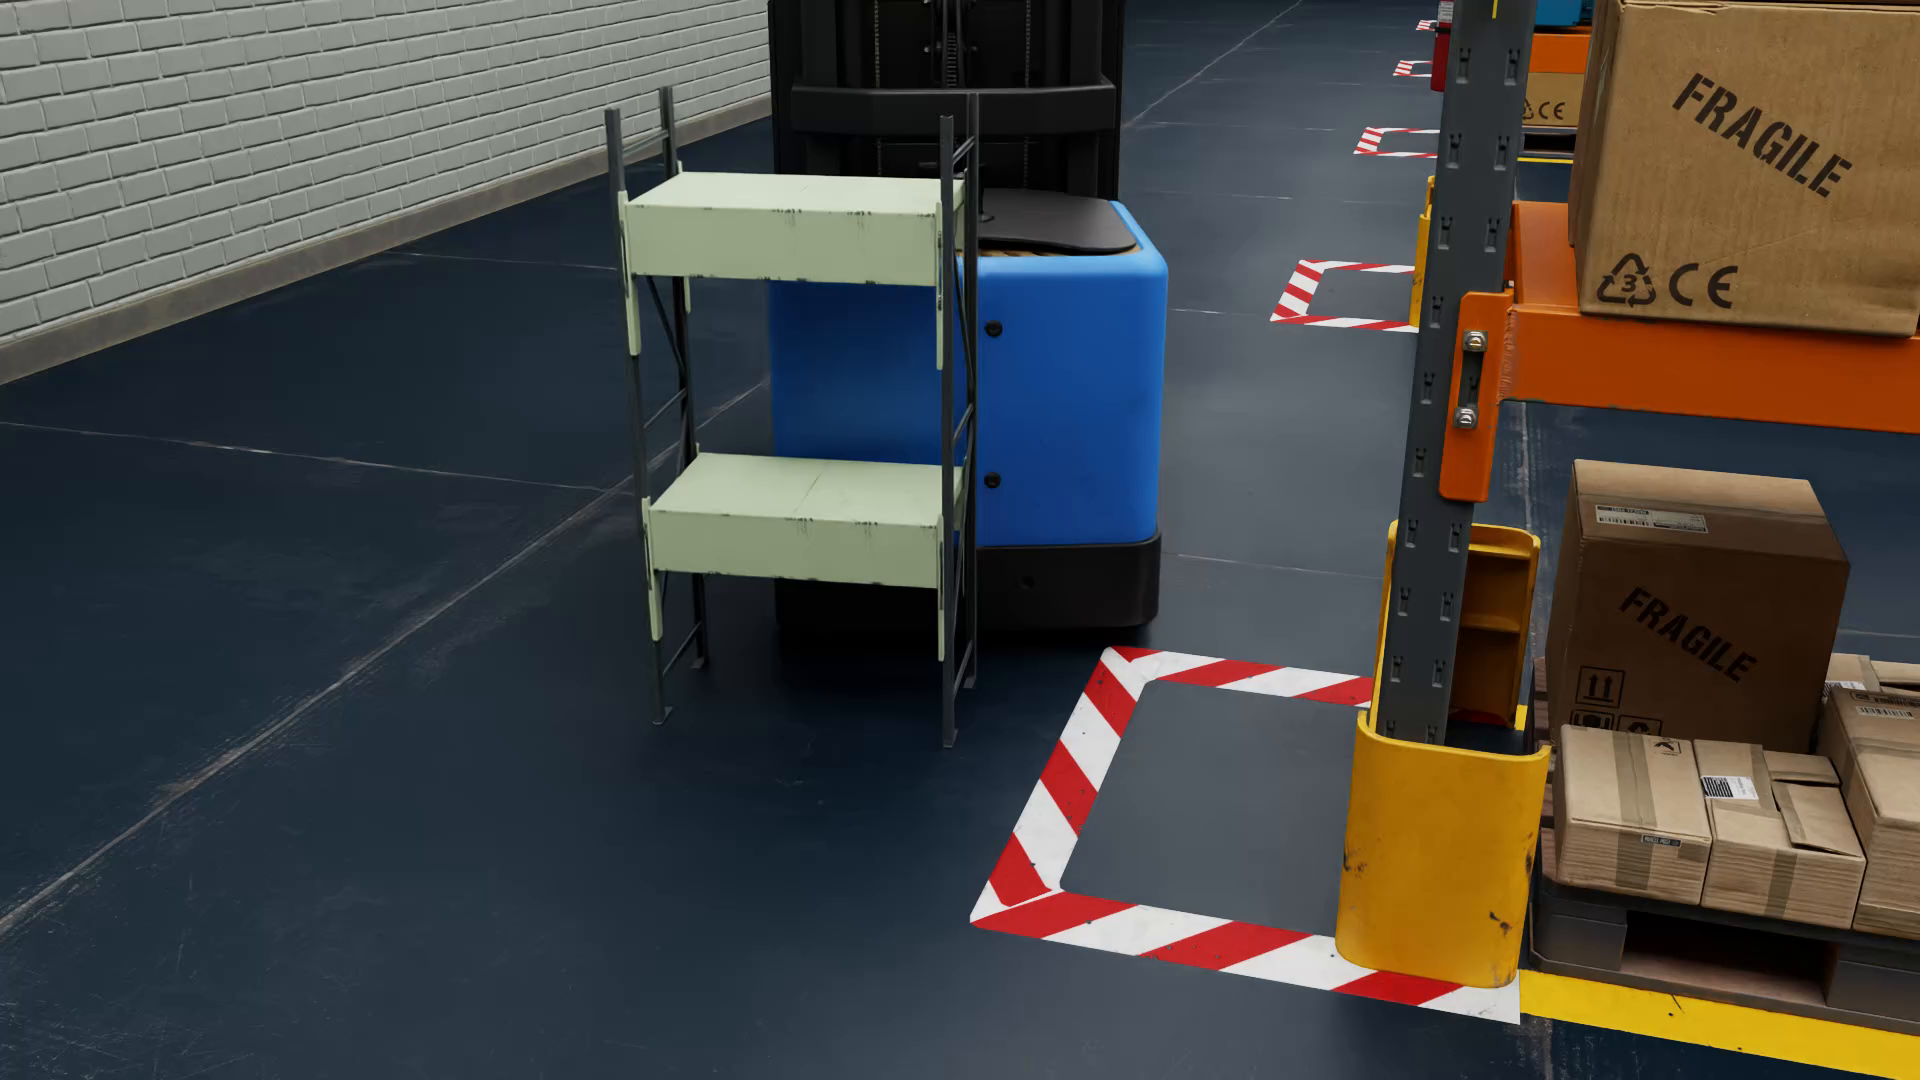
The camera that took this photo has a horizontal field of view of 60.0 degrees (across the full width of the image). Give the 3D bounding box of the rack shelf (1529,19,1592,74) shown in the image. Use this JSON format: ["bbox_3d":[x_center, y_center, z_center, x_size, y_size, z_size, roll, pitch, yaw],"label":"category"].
[{"bbox_3d":[4.339,-2.010,7.167,4.000,0.370,1.077,7,23,16],"label":"rack shelf"}]

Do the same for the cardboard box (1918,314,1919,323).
[{"bbox_3d":[1.834,-0.610,2.674,0.500,0.500,0.500,6,23,15],"label":"cardboard box"}]

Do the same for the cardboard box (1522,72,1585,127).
[{"bbox_3d":[4.491,-3.532,12.175,0.875,0.875,0.875,7,23,16],"label":"cardboard box"}]

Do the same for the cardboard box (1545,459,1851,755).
[{"bbox_3d":[1.581,0.160,3.642,0.500,0.500,0.500,7,23,16],"label":"cardboard box"}]

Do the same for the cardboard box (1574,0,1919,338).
[{"bbox_3d":[1.338,-0.665,2.807,0.500,0.500,0.500,7,23,17],"label":"cardboard box"}]

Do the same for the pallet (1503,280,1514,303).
[{"bbox_3d":[3.202,-1.168,7.839,1.213,0.211,1.003,7,23,16],"label":"pallet"}]

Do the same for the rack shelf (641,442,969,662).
[{"bbox_3d":[-0.360,0.019,4.106,0.720,0.370,0.431,3,23,8],"label":"rack shelf"}]

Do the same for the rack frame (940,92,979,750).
[{"bbox_3d":[0.001,-0.261,3.929,0.023,1.500,0.400,3,23,8],"label":"rack frame"}]

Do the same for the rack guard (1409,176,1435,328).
[{"bbox_3d":[2.397,-1.404,8.034,0.348,0.500,1.175,7,23,16],"label":"rack guard"}]

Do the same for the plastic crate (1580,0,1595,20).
[{"bbox_3d":[2.799,-2.638,7.622,0.499,0.435,0.616,7,23,16],"label":"plastic crate"}]

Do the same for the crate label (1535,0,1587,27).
[{"bbox_3d":[2.565,-2.366,7.227,0.303,0.233,0.416,7,23,16],"label":"crate label"}]

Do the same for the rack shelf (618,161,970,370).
[{"bbox_3d":[-0.361,-0.644,3.834,0.720,0.370,0.431,3,23,8],"label":"rack shelf"}]

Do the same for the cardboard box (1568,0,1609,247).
[{"bbox_3d":[1.497,-0.859,3.280,0.500,0.500,0.500,7,23,17],"label":"cardboard box"}]

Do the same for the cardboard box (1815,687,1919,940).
[{"bbox_3d":[1.907,0.523,3.086,0.500,0.250,0.500,7,23,16],"label":"cardboard box"}]

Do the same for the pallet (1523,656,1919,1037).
[{"bbox_3d":[1.826,0.622,3.475,1.213,0.211,1.003,7,23,16],"label":"pallet"}]

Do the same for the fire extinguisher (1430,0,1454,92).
[{"bbox_3d":[2.411,-2.536,8.093,0.183,0.674,0.296,7,23,16],"label":"fire extinguisher"}]

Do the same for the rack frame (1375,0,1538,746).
[{"bbox_3d":[0.990,-0.763,3.178,0.127,3.000,1.000,7,23,16],"label":"rack frame"}]

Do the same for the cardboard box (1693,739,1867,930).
[{"bbox_3d":[1.531,0.542,3.149,0.250,0.166,0.380,7,23,16],"label":"cardboard box"}]

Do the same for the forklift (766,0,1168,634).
[{"bbox_3d":[-0.056,-1.619,5.354,1.130,2.935,3.031,-1,22,-3],"label":"forklift"}]

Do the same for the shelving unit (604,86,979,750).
[{"bbox_3d":[-0.361,-0.283,3.982,0.755,1.500,0.431,3,23,8],"label":"shelving unit"}]

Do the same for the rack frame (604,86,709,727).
[{"bbox_3d":[-0.722,-0.305,4.036,0.023,1.500,0.400,3,23,8],"label":"rack frame"}]

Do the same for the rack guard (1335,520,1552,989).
[{"bbox_3d":[1.062,0.402,3.632,0.348,0.500,1.175,7,23,16],"label":"rack guard"}]

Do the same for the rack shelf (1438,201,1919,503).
[{"bbox_3d":[2.904,-0.211,2.780,4.000,0.370,1.077,7,23,16],"label":"rack shelf"}]

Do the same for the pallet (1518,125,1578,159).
[{"bbox_3d":[4.643,-3.013,12.336,1.213,0.211,1.003,7,23,16],"label":"pallet"}]

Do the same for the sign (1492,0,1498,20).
[{"bbox_3d":[0.833,-0.967,2.533,0.005,0.325,0.100,7,23,16],"label":"sign"}]

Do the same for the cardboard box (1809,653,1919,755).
[{"bbox_3d":[1.943,0.391,3.517,0.250,0.166,0.380,7,23,16],"label":"cardboard box"}]

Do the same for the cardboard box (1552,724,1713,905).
[{"bbox_3d":[1.291,0.523,3.219,0.250,0.149,0.380,7,23,16],"label":"cardboard box"}]
